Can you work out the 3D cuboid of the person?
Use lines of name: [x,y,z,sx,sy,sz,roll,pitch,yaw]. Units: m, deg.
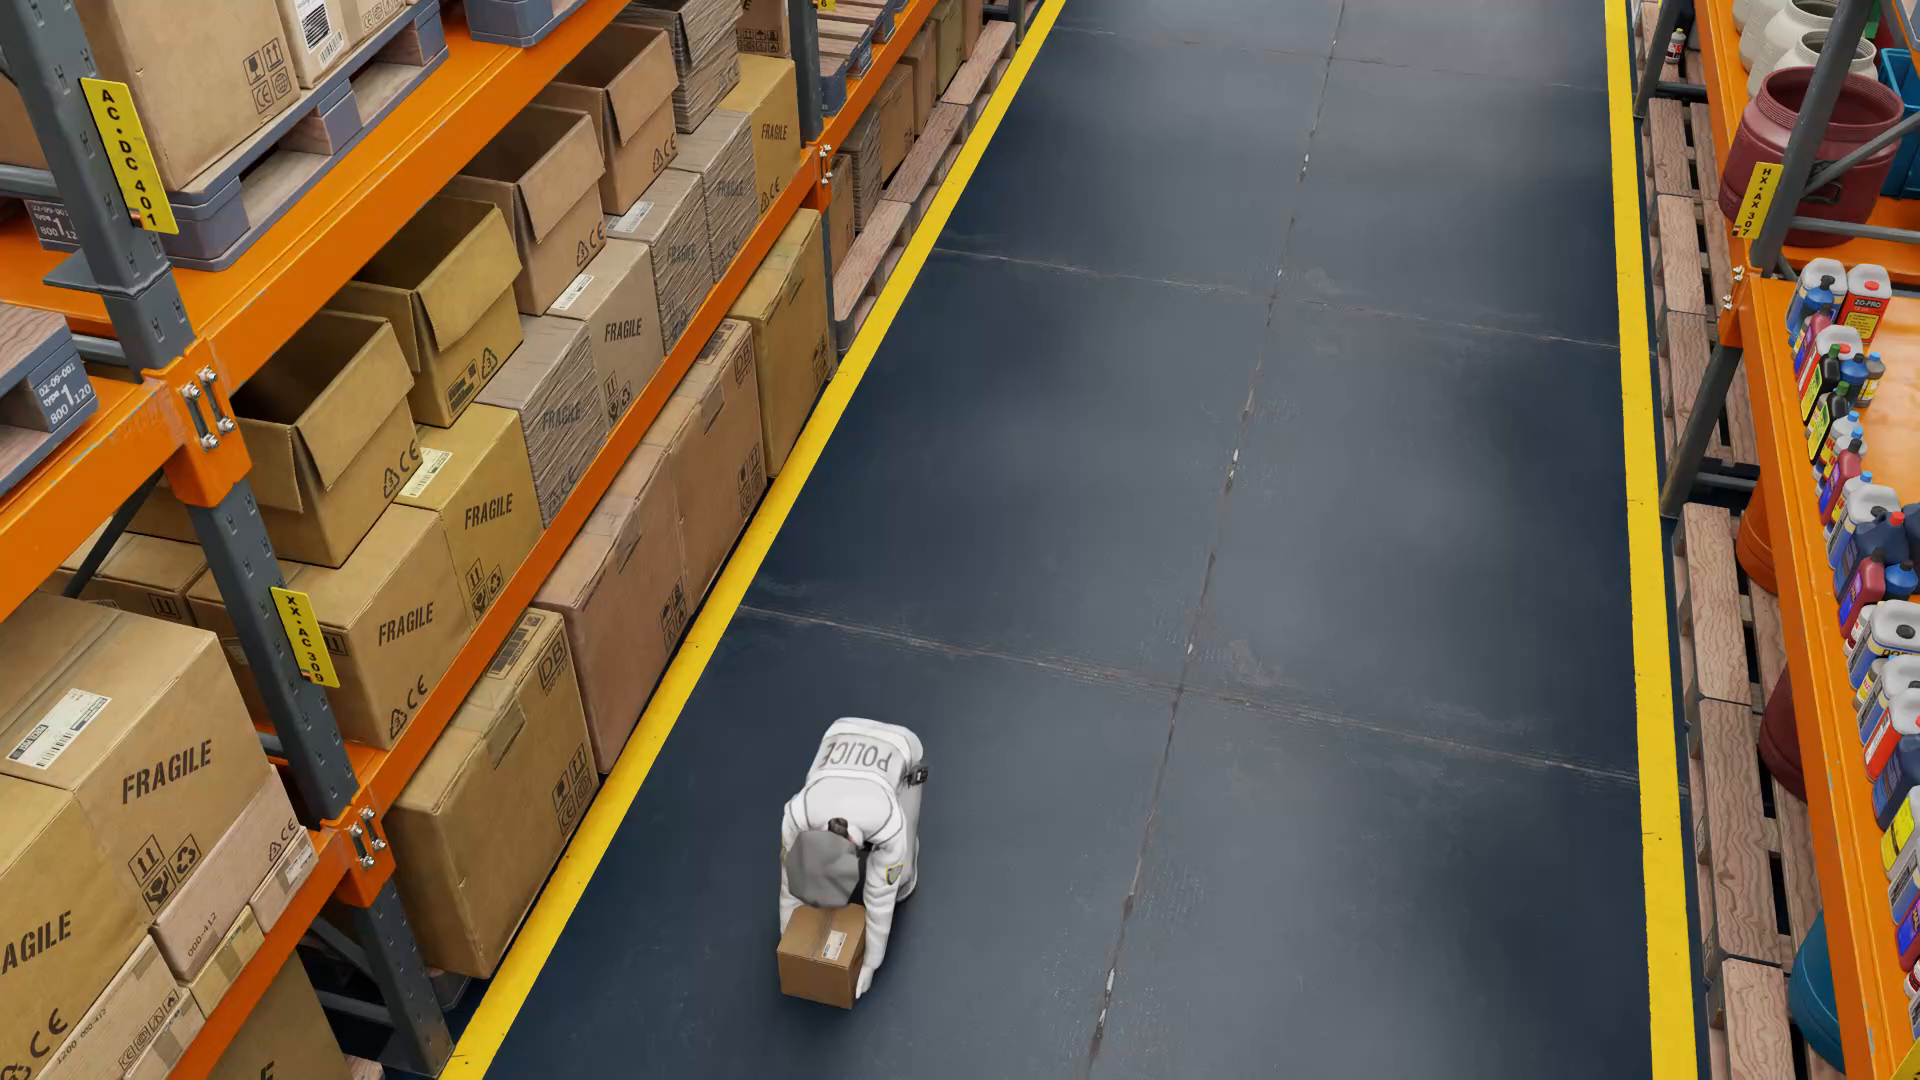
person: [-0.375,1.030,5.699,0.464,0.823,0.898,10,42,11]
